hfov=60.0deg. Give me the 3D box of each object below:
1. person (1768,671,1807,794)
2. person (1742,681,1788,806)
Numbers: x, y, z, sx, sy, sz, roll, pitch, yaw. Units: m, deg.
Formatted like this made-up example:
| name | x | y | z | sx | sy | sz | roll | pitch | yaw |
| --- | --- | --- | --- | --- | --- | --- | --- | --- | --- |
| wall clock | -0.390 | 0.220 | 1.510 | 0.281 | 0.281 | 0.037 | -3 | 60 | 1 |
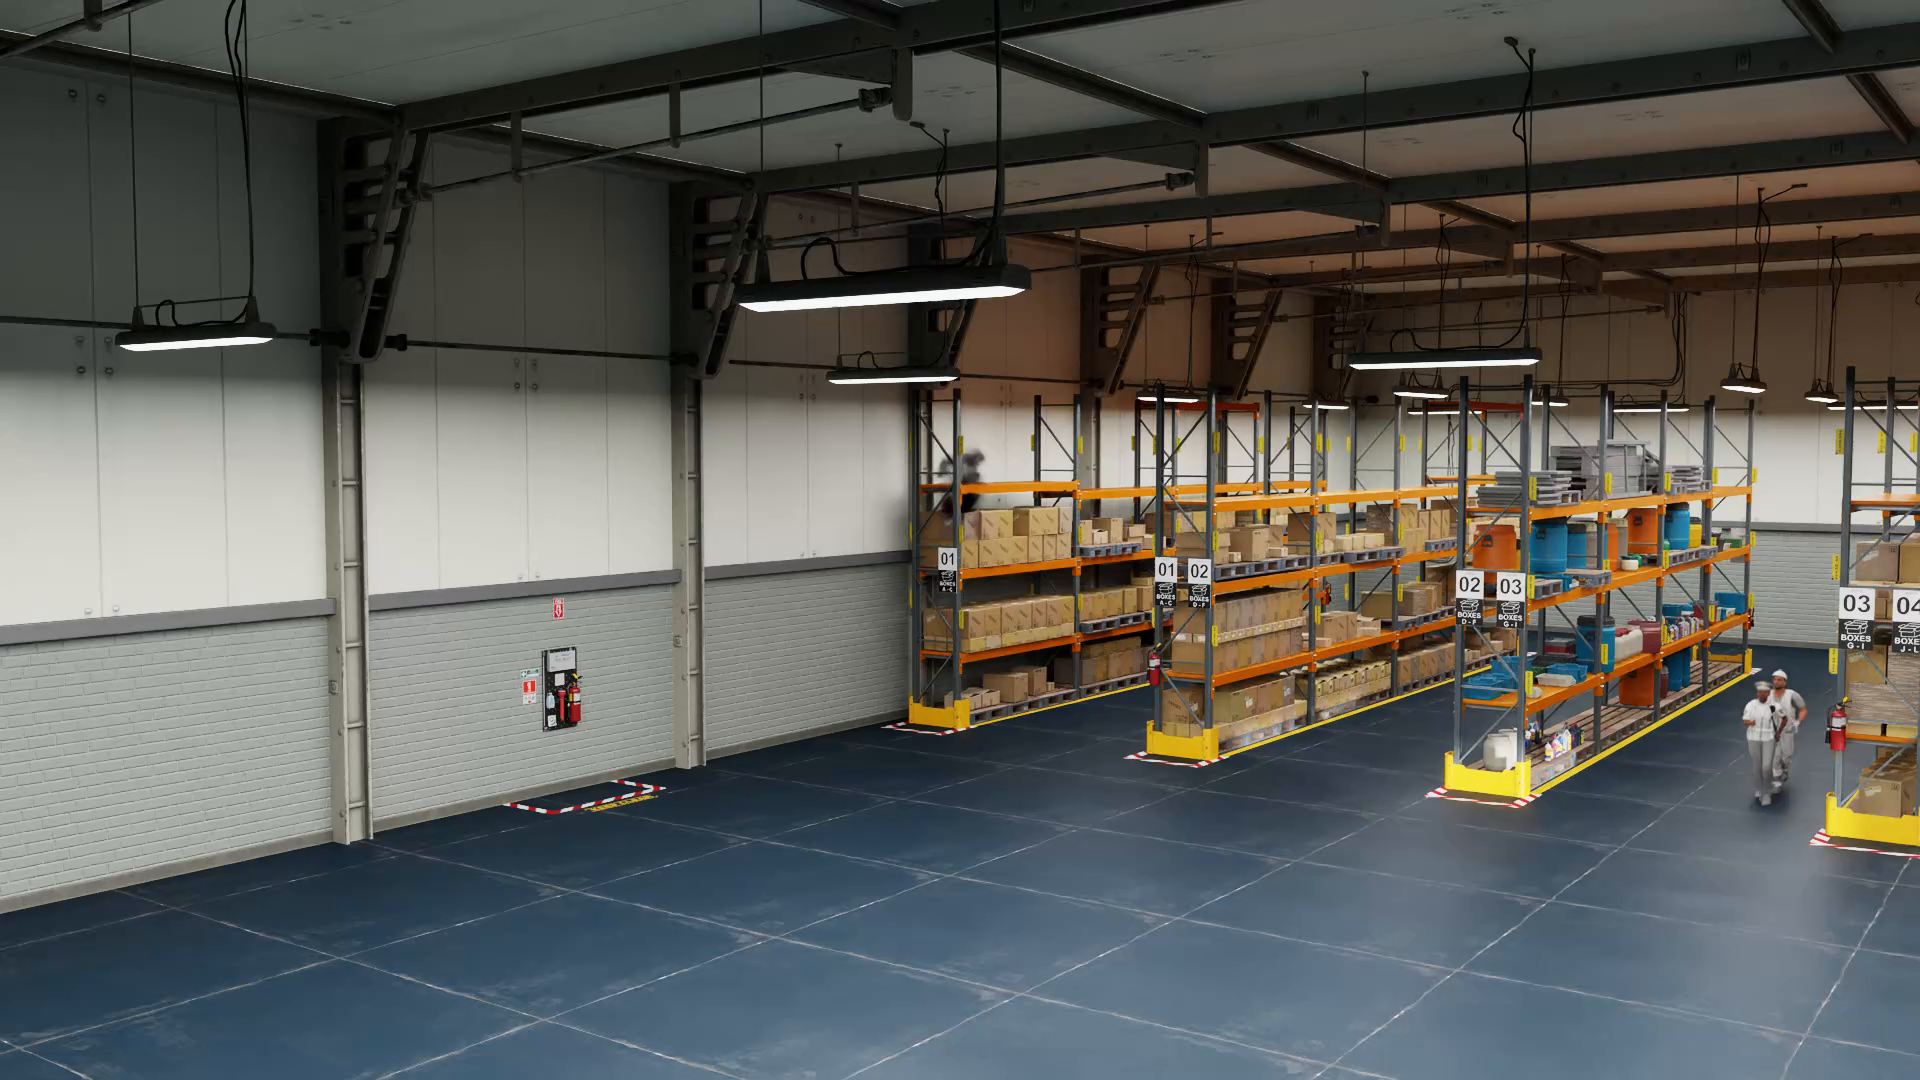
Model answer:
| name | x | y | z | sx | sy | sz | roll | pitch | yaw |
| --- | --- | --- | --- | --- | --- | --- | --- | --- | --- |
| person | 11.874 | 2.763 | 24.052 | 0.651 | 1.758 | 0.635 | 3 | 4 | 38 |
| person | 11.222 | 2.841 | 23.242 | 0.553 | 1.736 | 0.681 | 2 | 4 | 34 |
